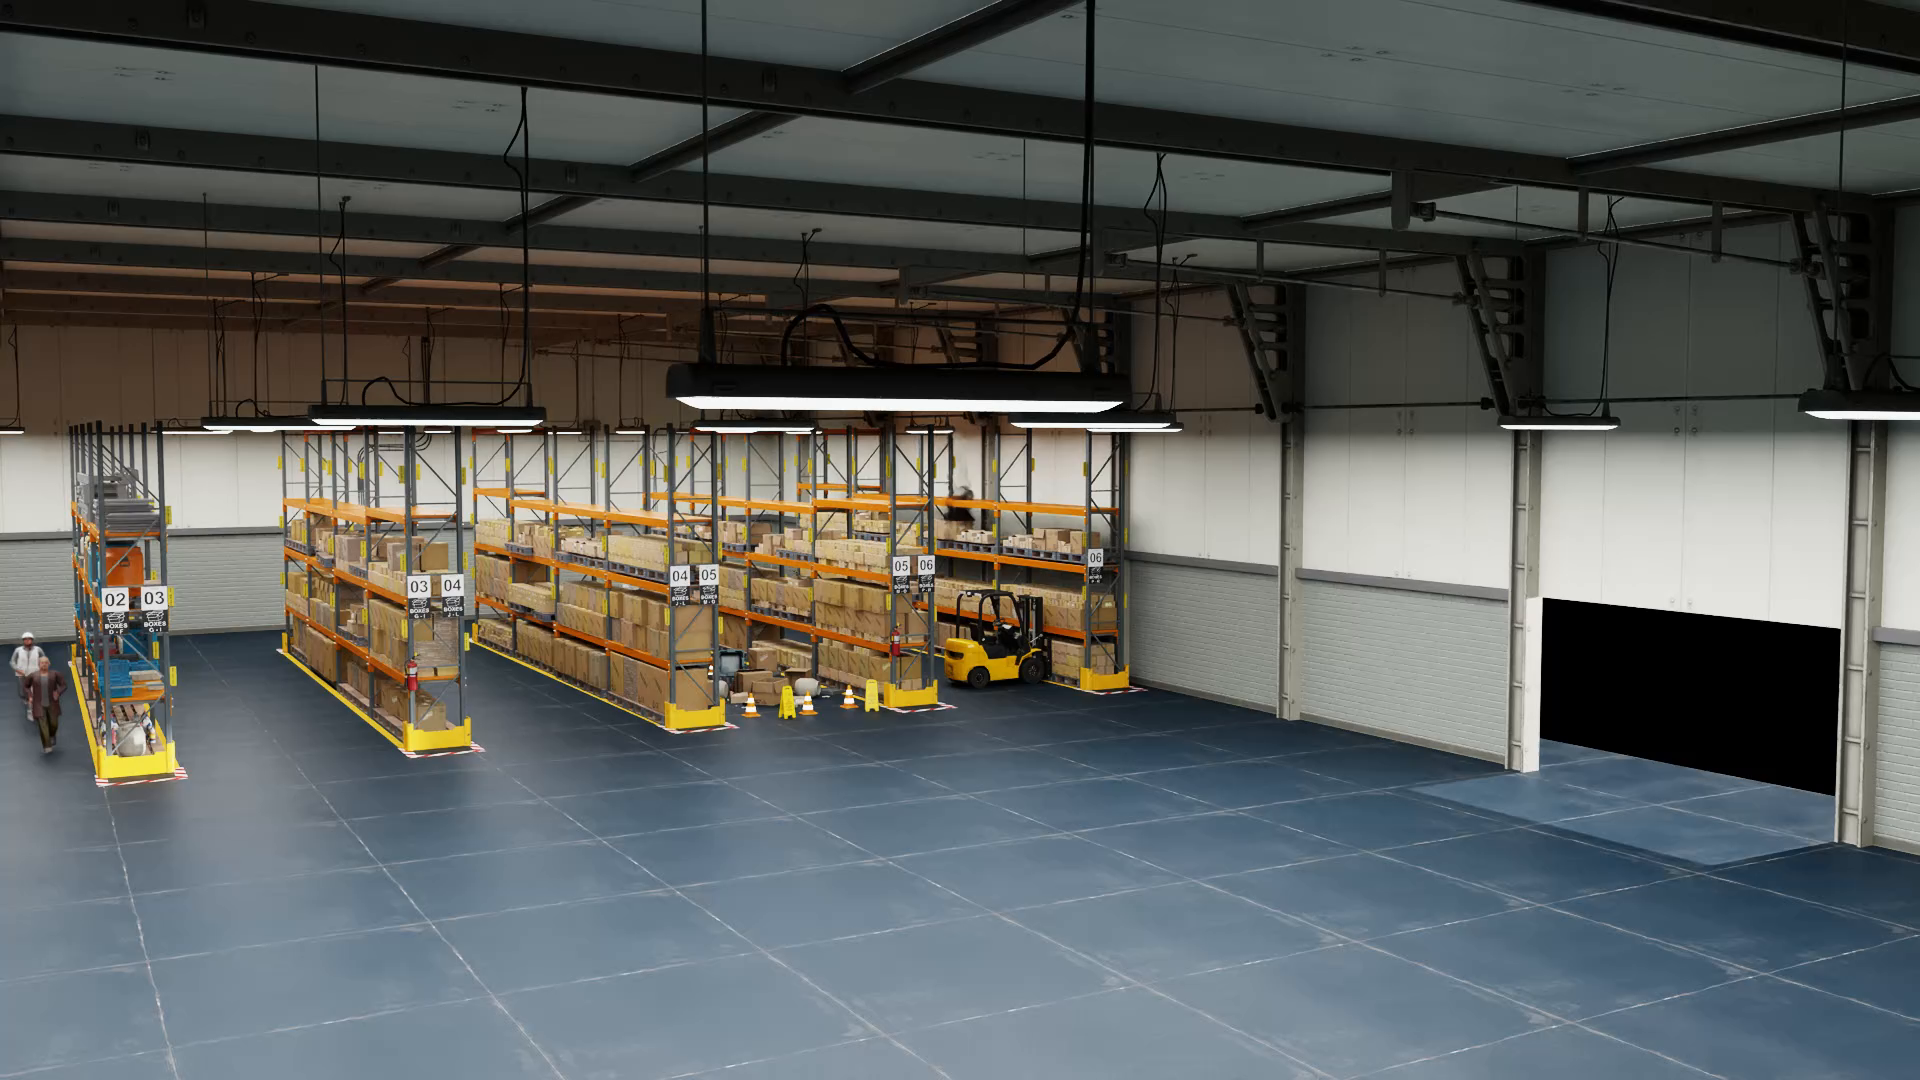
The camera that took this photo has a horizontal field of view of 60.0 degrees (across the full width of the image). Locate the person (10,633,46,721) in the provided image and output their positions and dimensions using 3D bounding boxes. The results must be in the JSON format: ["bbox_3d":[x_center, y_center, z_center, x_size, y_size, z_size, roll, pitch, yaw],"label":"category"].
[{"bbox_3d":[-19.052,2.772,34.004,0.639,1.763,0.992,-2,4,-23],"label":"person"}]

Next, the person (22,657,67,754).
[{"bbox_3d":[-16.621,2.984,30.210,0.704,1.735,0.724,-2,4,-29],"label":"person"}]

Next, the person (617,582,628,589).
[{"bbox_3d":[-10.252,1.812,50.120,0.536,1.637,0.674,-1,4,-21],"label":"person"}]
